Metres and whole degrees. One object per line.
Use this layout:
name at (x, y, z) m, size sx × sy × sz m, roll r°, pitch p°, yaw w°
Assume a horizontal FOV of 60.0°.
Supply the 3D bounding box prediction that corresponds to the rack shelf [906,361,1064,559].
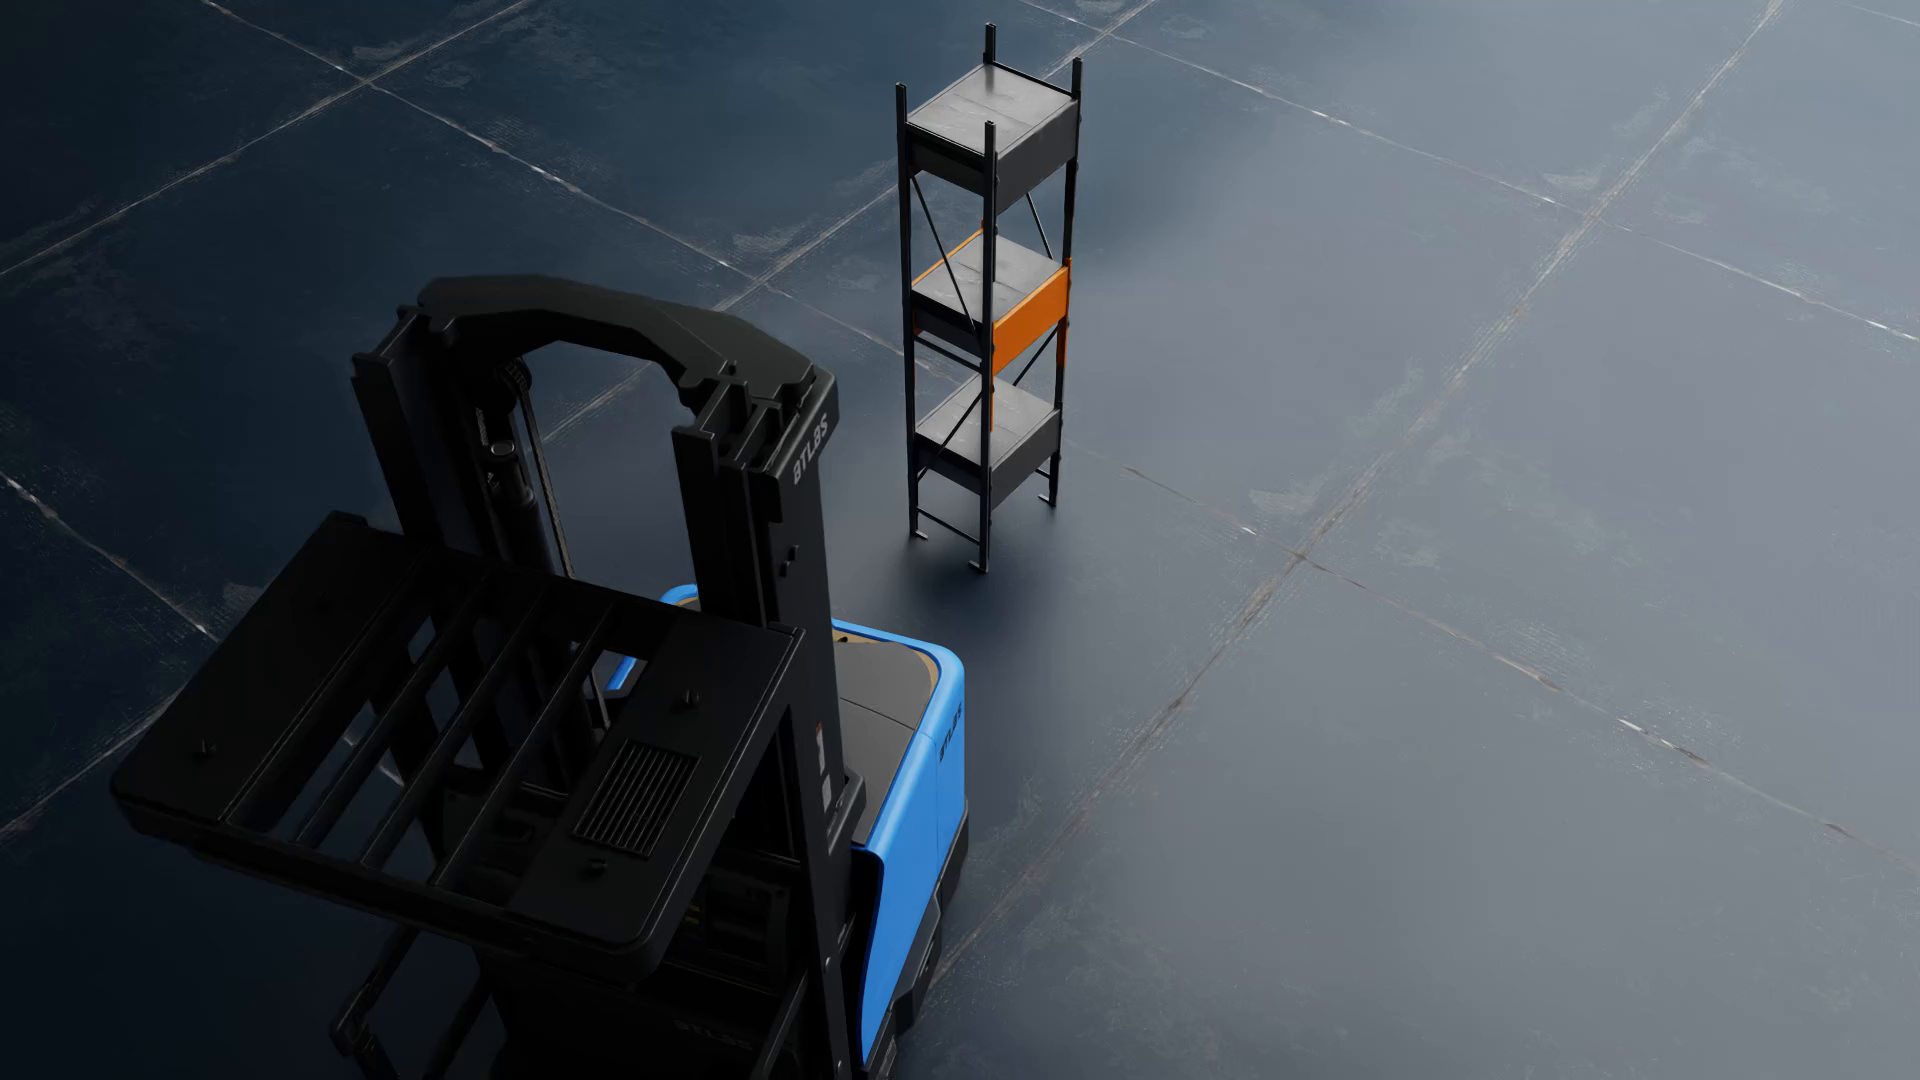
rack shelf at (0.101, -0.327, 6.762) m, size 0.431 × 0.518 × 0.480 m, roll 29°, pitch 53°, yaw 25°

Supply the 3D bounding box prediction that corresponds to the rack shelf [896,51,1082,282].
rack shelf at (0.101, -1.294, 5.750) m, size 0.431 × 0.518 × 0.480 m, roll 29°, pitch 53°, yaw 25°

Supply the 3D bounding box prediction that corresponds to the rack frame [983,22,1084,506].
rack frame at (0.250, -0.960, 6.379) m, size 0.400 × 2.100 × 0.015 m, roll 29°, pitch 53°, yaw 25°

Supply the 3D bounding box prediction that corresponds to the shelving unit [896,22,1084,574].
shelving unit at (0.101, -0.820, 6.246) m, size 0.431 × 2.100 × 0.503 m, roll 29°, pitch 53°, yaw 25°

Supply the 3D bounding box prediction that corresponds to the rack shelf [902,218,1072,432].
rack shelf at (0.101, -0.811, 6.256) m, size 0.431 × 0.518 × 0.480 m, roll 29°, pitch 53°, yaw 25°

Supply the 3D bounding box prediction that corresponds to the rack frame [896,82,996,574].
rack frame at (-0.048, -0.680, 6.113) m, size 0.400 × 2.100 × 0.015 m, roll 29°, pitch 53°, yaw 25°

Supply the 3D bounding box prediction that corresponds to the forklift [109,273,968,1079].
forklift at (-0.915, 0.975, 3.956) m, size 1.130 × 2.935 × 3.031 m, roll 13°, pitch 48°, yaw 12°
